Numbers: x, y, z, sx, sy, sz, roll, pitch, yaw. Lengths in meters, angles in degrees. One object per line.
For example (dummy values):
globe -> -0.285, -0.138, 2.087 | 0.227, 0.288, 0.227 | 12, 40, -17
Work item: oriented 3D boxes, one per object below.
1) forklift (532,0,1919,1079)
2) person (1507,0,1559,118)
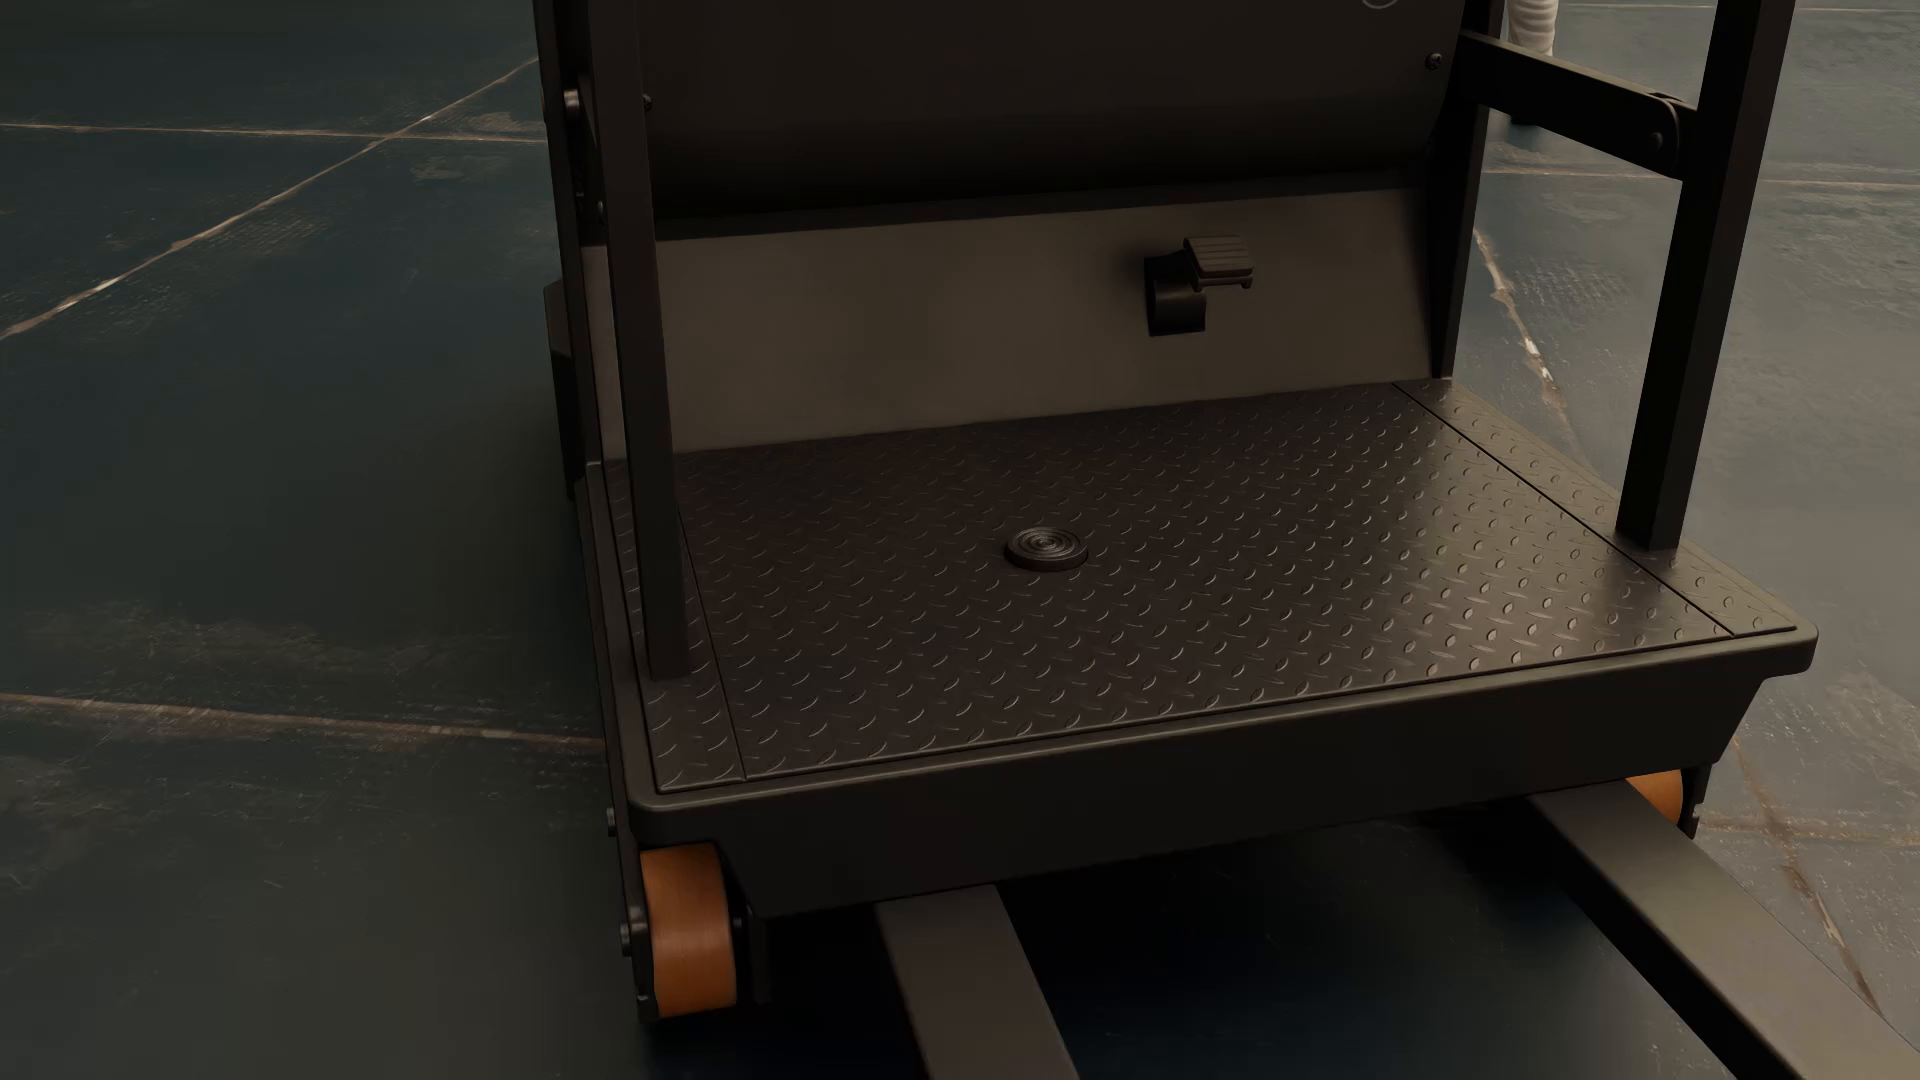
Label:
forklift -> 0.153, -1.049, 1.319 | 1.130, 2.935, 3.031 | -7, 27, -13
person -> 1.509, -2.013, 4.652 | 0.598, 1.670, 0.529 | 1, 27, 2
